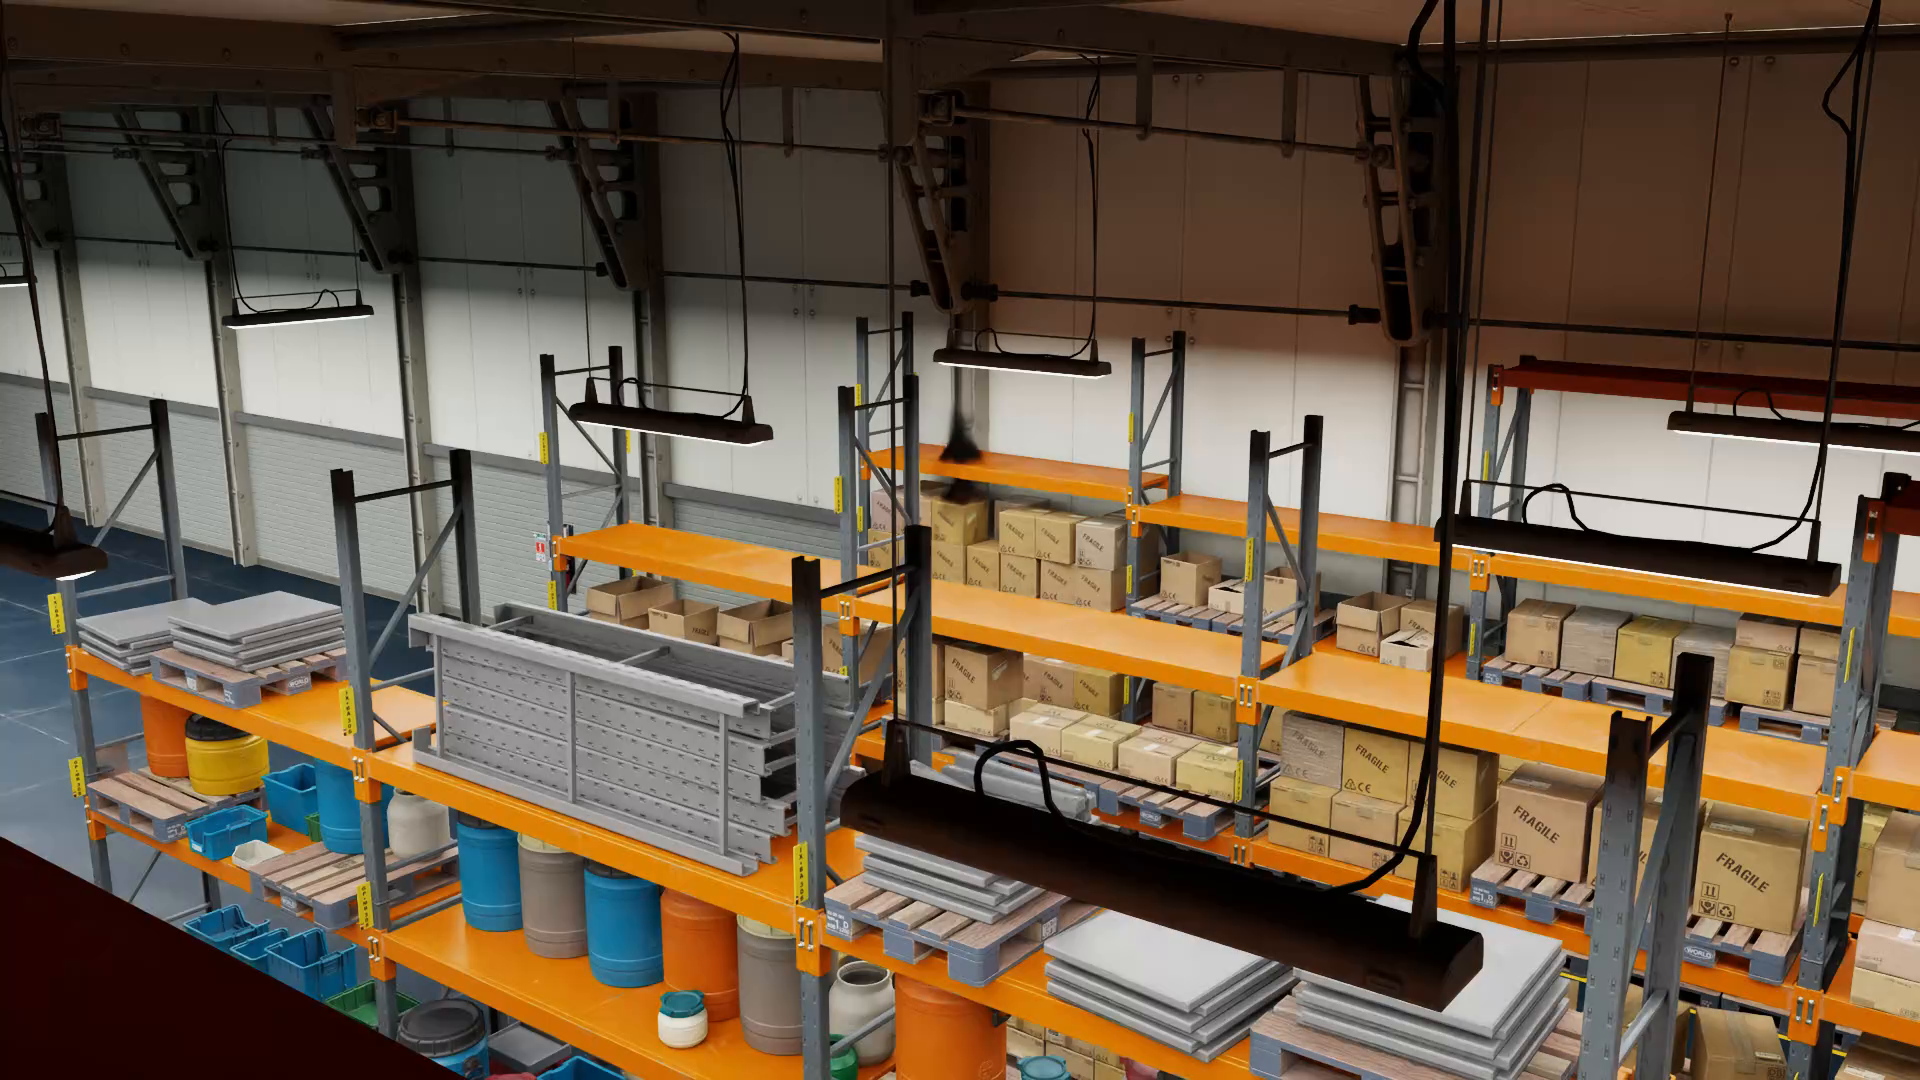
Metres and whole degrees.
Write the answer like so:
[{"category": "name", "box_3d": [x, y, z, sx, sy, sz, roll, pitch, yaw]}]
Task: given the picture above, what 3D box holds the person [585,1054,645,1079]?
[{"category": "person", "box_3d": [-2.563, 4.210, 13.267, 0.698, 1.713, 0.782, -13, 18, -43]}]
